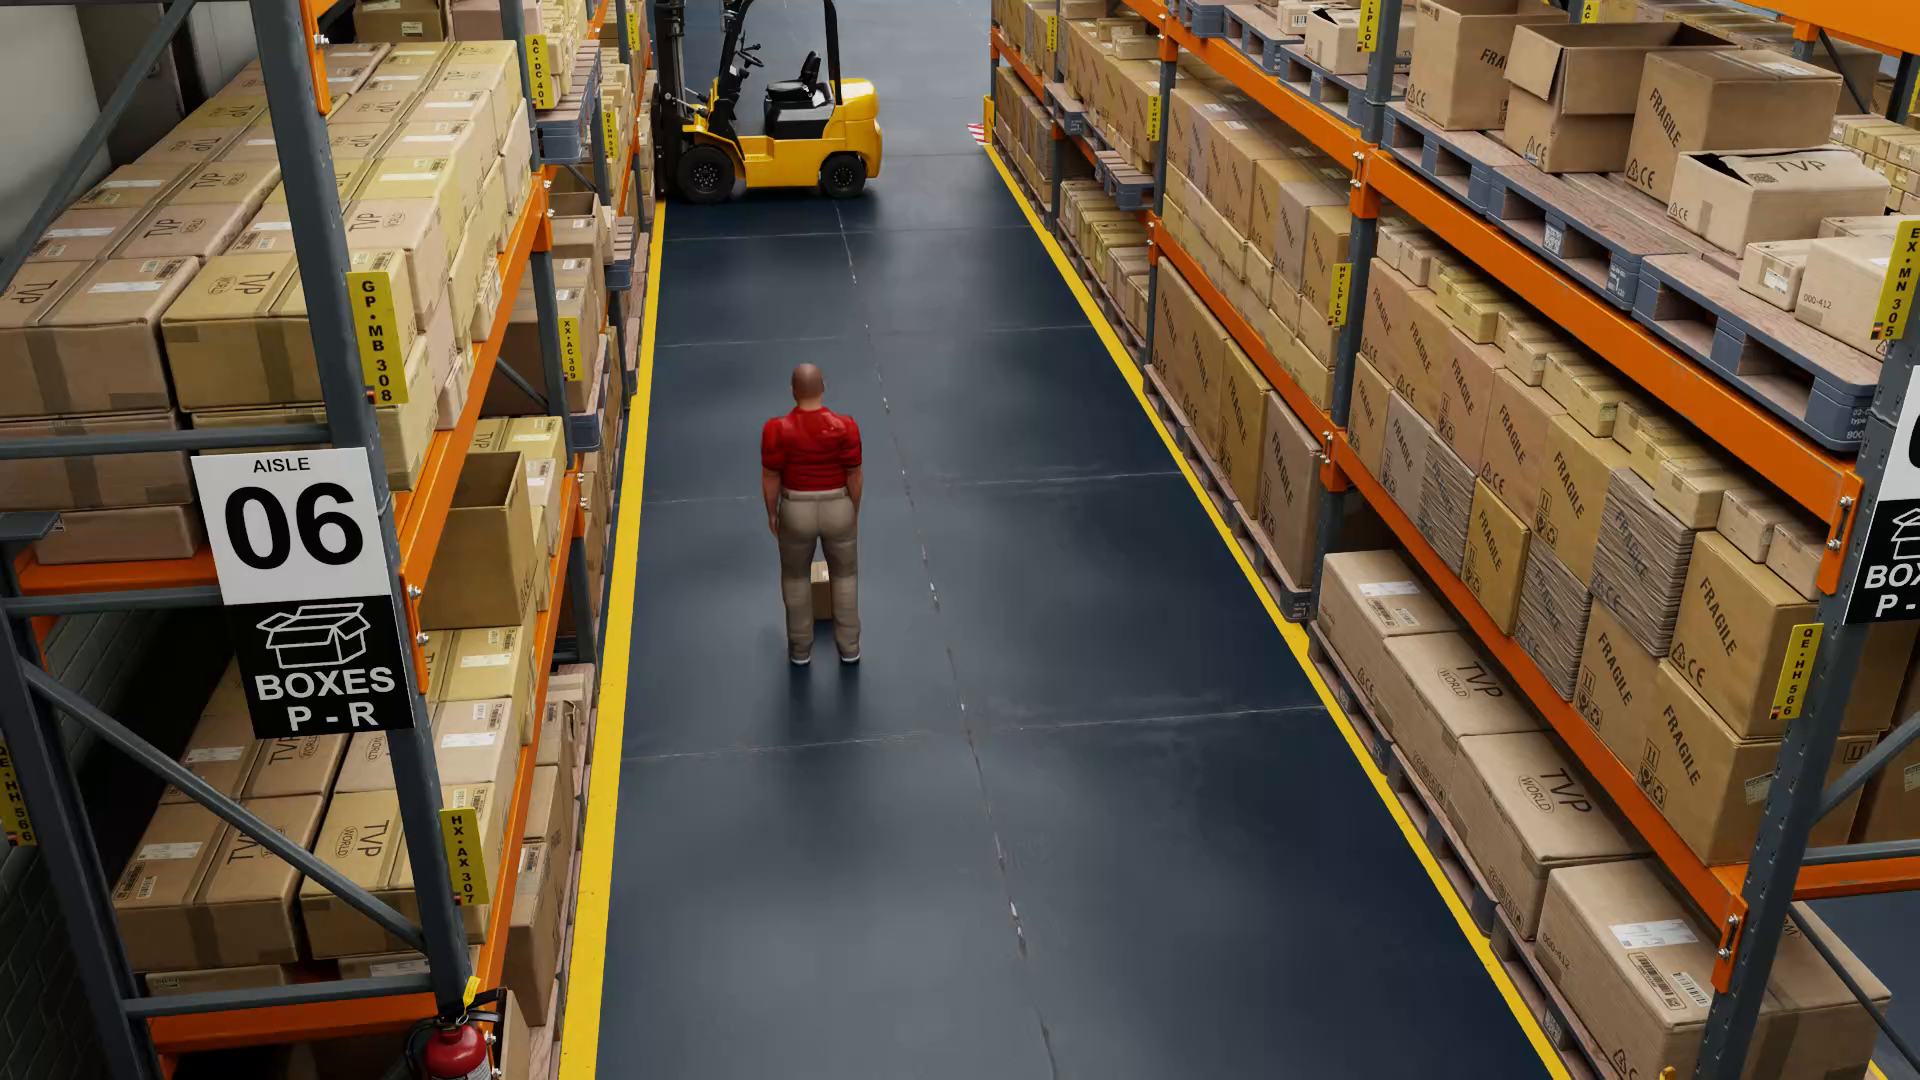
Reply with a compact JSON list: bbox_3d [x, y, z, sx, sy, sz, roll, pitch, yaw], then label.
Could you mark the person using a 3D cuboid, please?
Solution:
[{"bbox_3d":[-0.785,-0.140,8.922,0.528,1.721,0.360,-3,27,-6],"label":"person"}]
